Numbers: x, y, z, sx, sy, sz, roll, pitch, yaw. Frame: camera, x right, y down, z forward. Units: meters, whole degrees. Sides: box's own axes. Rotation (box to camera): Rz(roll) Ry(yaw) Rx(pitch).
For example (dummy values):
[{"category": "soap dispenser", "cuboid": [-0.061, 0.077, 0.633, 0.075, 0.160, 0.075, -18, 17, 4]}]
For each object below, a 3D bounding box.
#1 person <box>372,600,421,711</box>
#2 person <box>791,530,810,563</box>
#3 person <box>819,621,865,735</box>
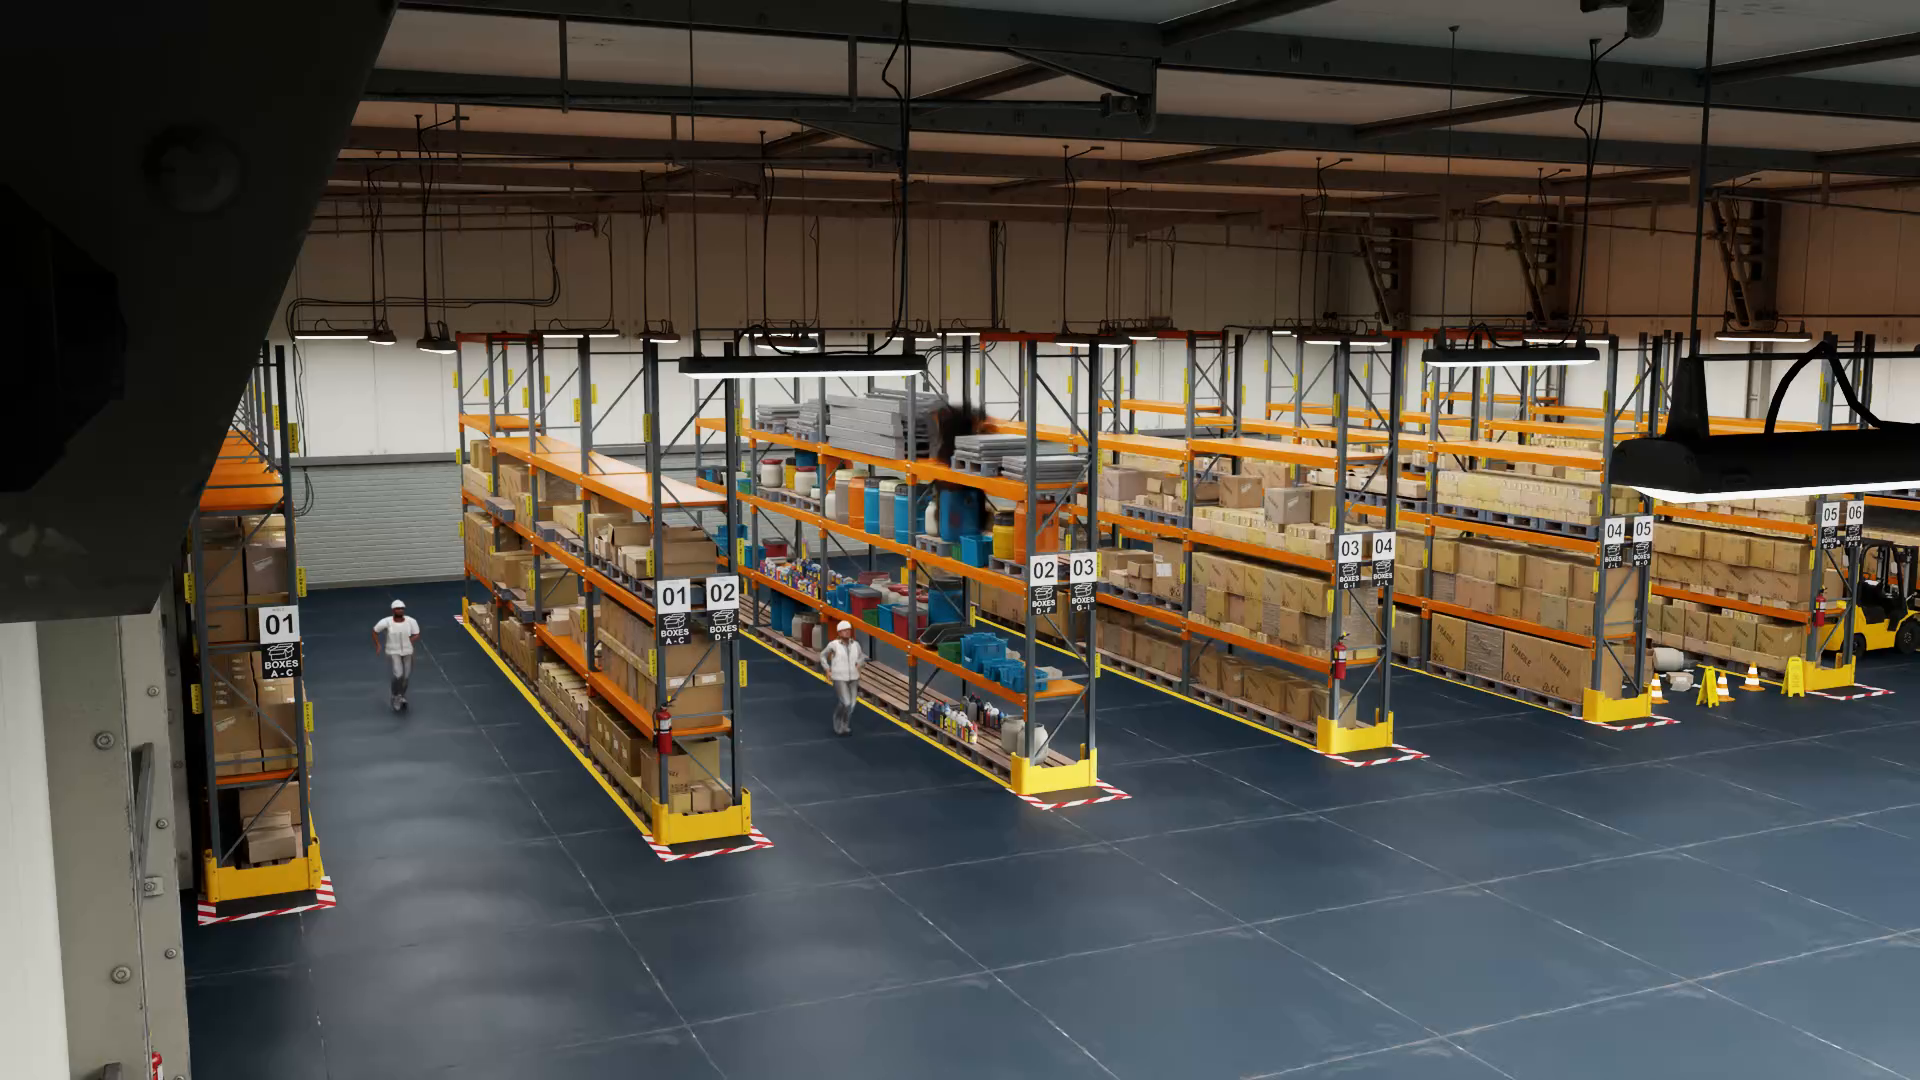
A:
[{"category": "person", "cuboid": [-9.034, 1.856, 26.799, 0.689, 1.789, 0.722, -5, 9, -34]}, {"category": "person", "cuboid": [-3.546, 0.545, 37.095, 0.851, 1.603, 0.548, 8, 11, 44]}, {"category": "person", "cuboid": [-1.723, 2.085, 25.052, 0.648, 1.730, 0.647, -4, 9, -28]}]
